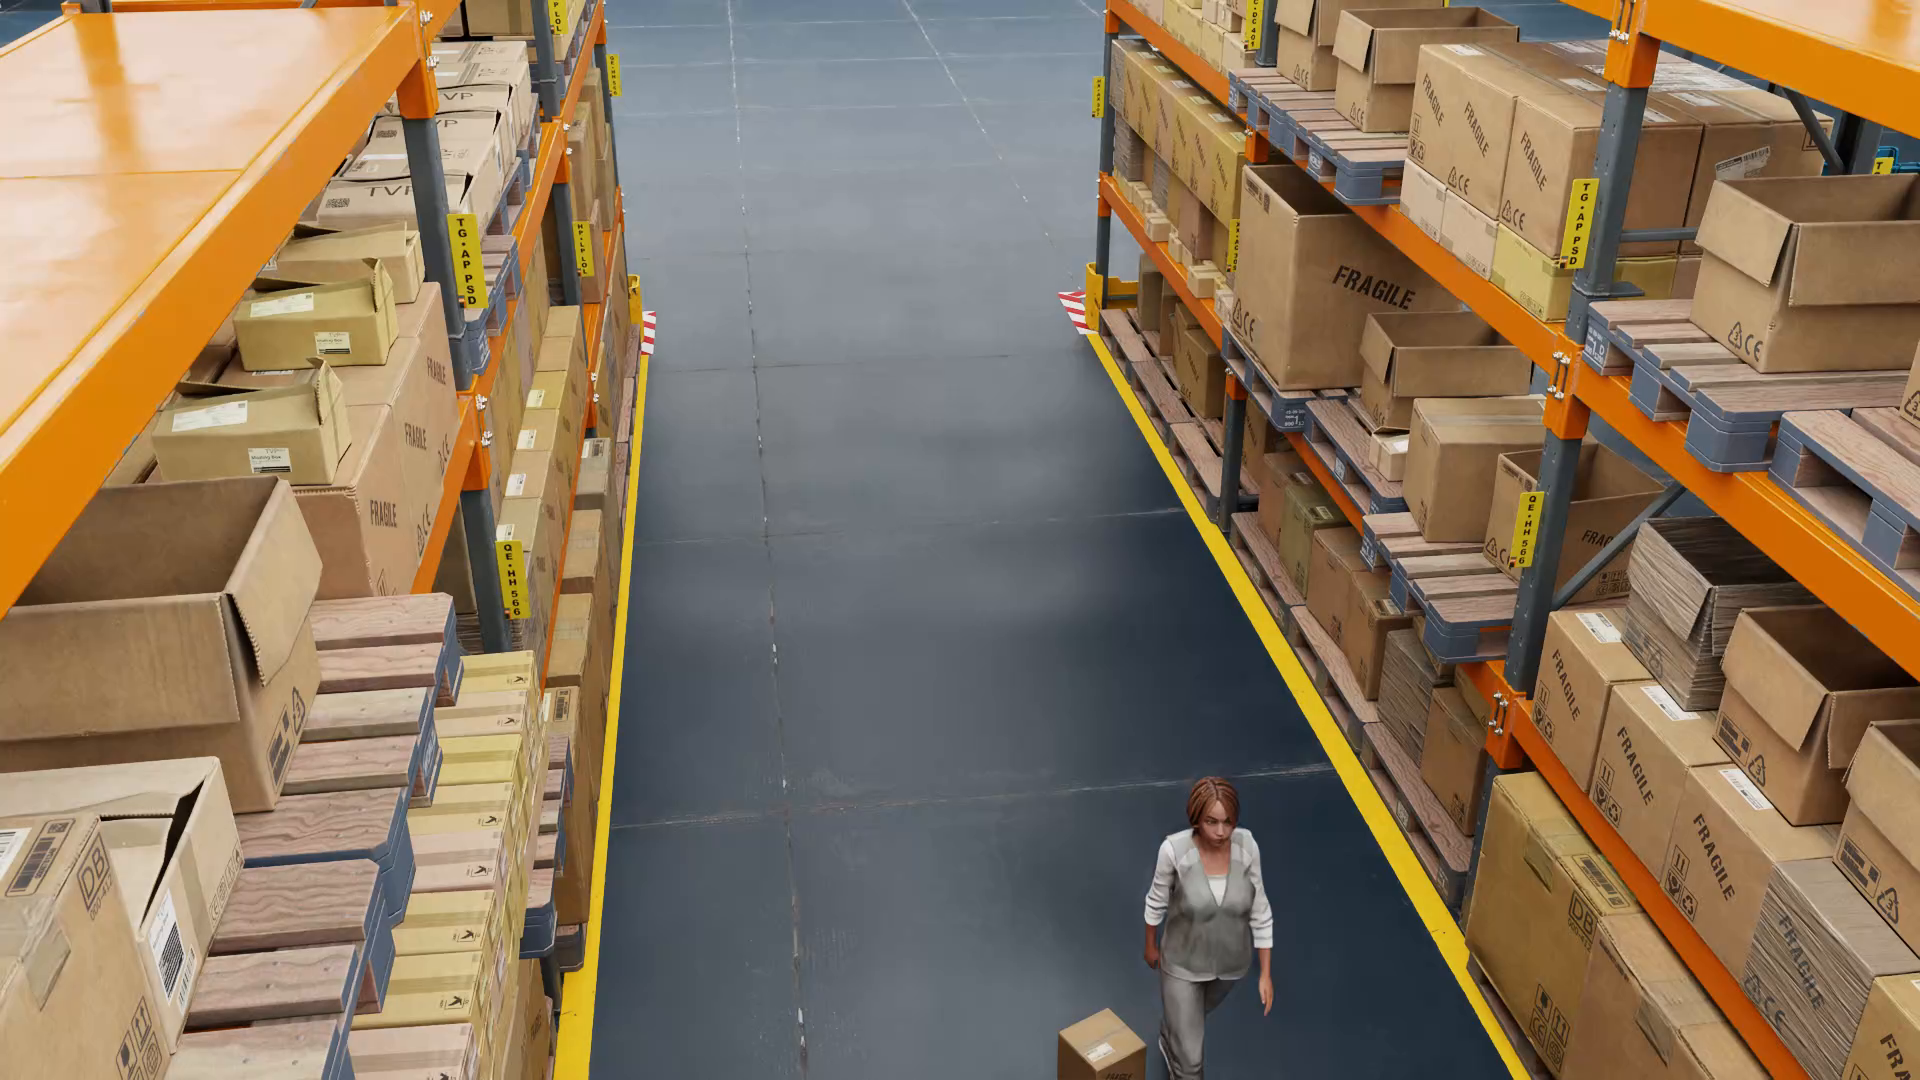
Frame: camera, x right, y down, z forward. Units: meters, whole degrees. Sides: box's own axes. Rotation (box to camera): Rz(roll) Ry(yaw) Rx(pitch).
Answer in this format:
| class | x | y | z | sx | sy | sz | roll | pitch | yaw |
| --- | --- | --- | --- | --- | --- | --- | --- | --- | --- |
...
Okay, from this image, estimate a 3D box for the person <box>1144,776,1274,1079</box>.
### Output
| class | x | y | z | sx | sy | sz | roll | pitch | yaw |
| --- | --- | --- | --- | --- | --- | --- | --- | --- | --- |
| person | 0.902 | 1.501 | 6.103 | 0.401 | 1.478 | 0.754 | -6 | 28 | -12 |
